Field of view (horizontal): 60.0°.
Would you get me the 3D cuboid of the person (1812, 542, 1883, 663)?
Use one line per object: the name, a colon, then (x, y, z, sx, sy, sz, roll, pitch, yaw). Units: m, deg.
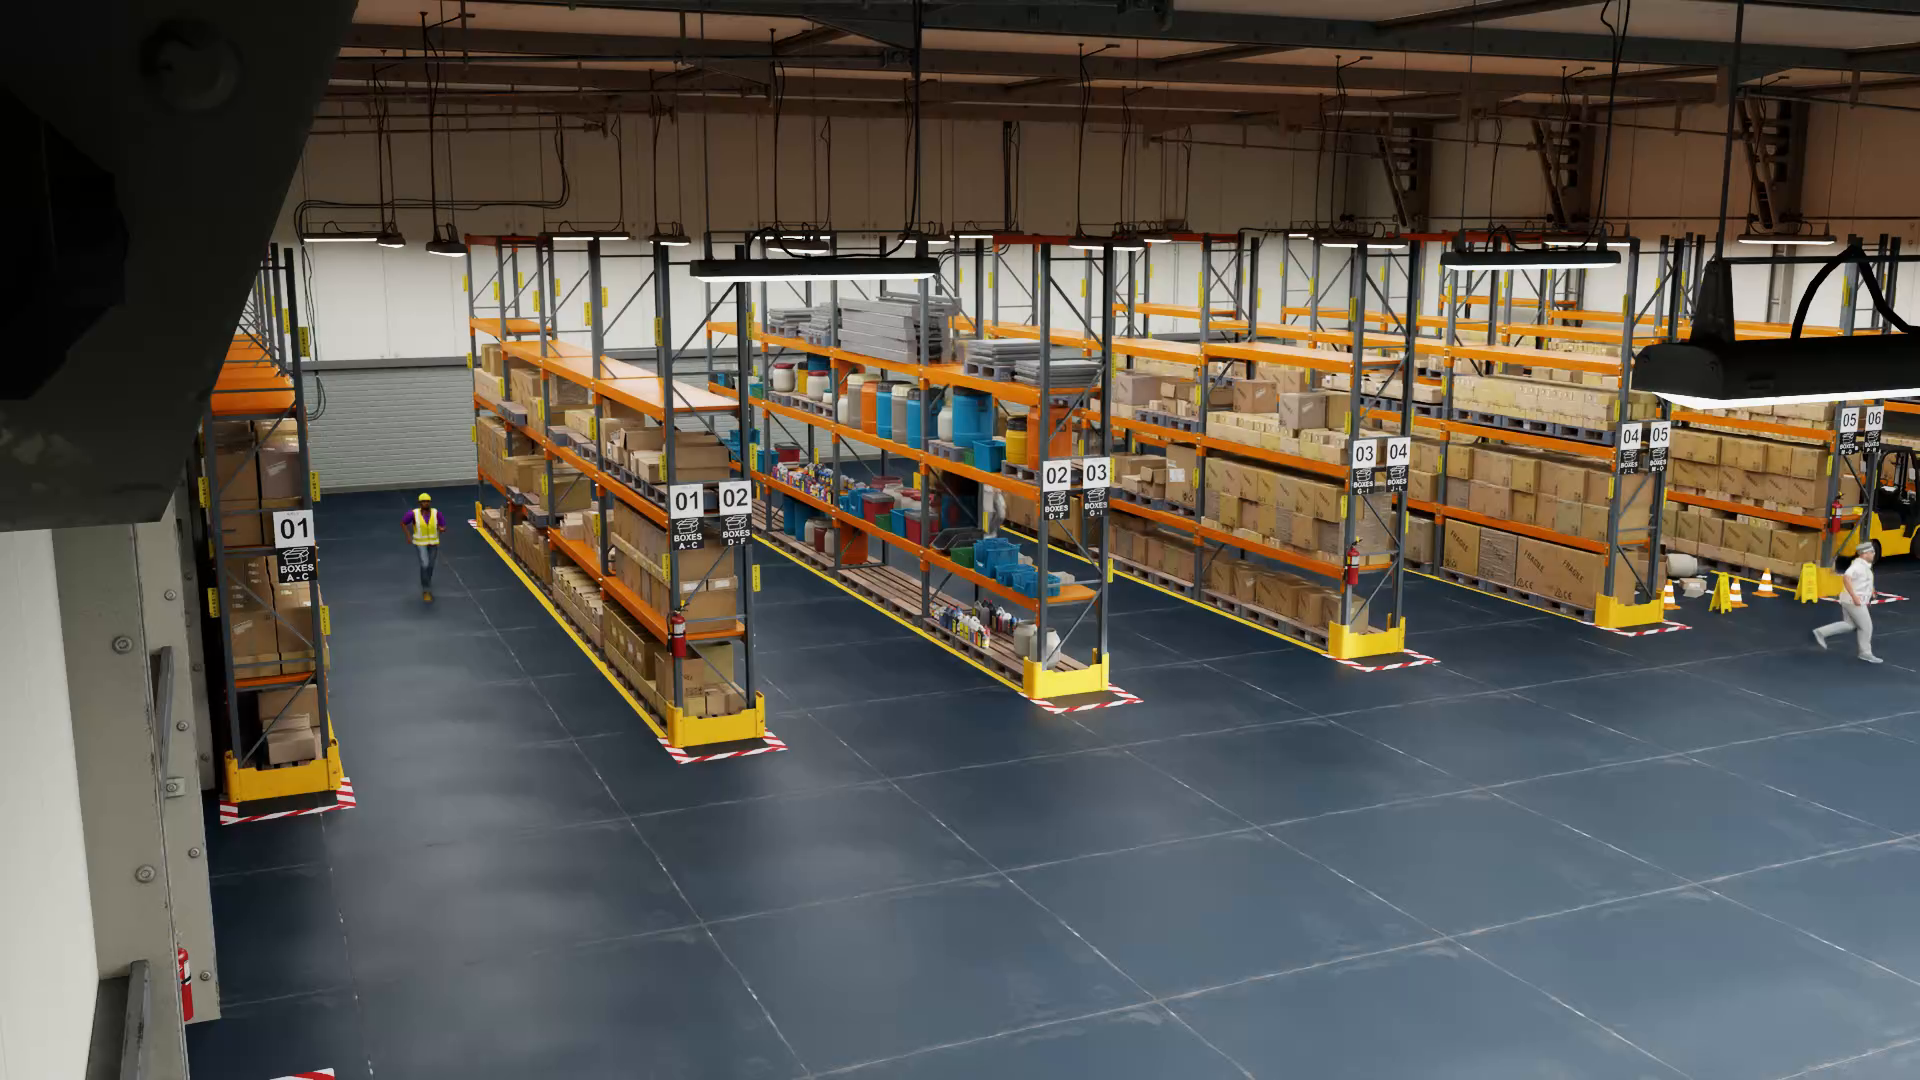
person: (12.897, 0.880, 24.037, 0.944, 1.776, 0.686, 5, 12, 26)

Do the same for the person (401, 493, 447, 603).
person: (-8.959, 0.113, 27.941, 0.674, 1.832, 0.784, -8, 13, -35)

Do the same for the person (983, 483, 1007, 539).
person: (0.655, -0.722, 32.730, 0.673, 1.546, 0.712, -6, 13, -29)

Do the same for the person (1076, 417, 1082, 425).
person: (2.959, -2.408, 41.222, 0.599, 1.682, 0.713, -4, 12, -21)

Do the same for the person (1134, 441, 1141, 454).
person: (4.441, -2.648, 42.067, 0.821, 1.825, 0.680, -5, 12, -25)
